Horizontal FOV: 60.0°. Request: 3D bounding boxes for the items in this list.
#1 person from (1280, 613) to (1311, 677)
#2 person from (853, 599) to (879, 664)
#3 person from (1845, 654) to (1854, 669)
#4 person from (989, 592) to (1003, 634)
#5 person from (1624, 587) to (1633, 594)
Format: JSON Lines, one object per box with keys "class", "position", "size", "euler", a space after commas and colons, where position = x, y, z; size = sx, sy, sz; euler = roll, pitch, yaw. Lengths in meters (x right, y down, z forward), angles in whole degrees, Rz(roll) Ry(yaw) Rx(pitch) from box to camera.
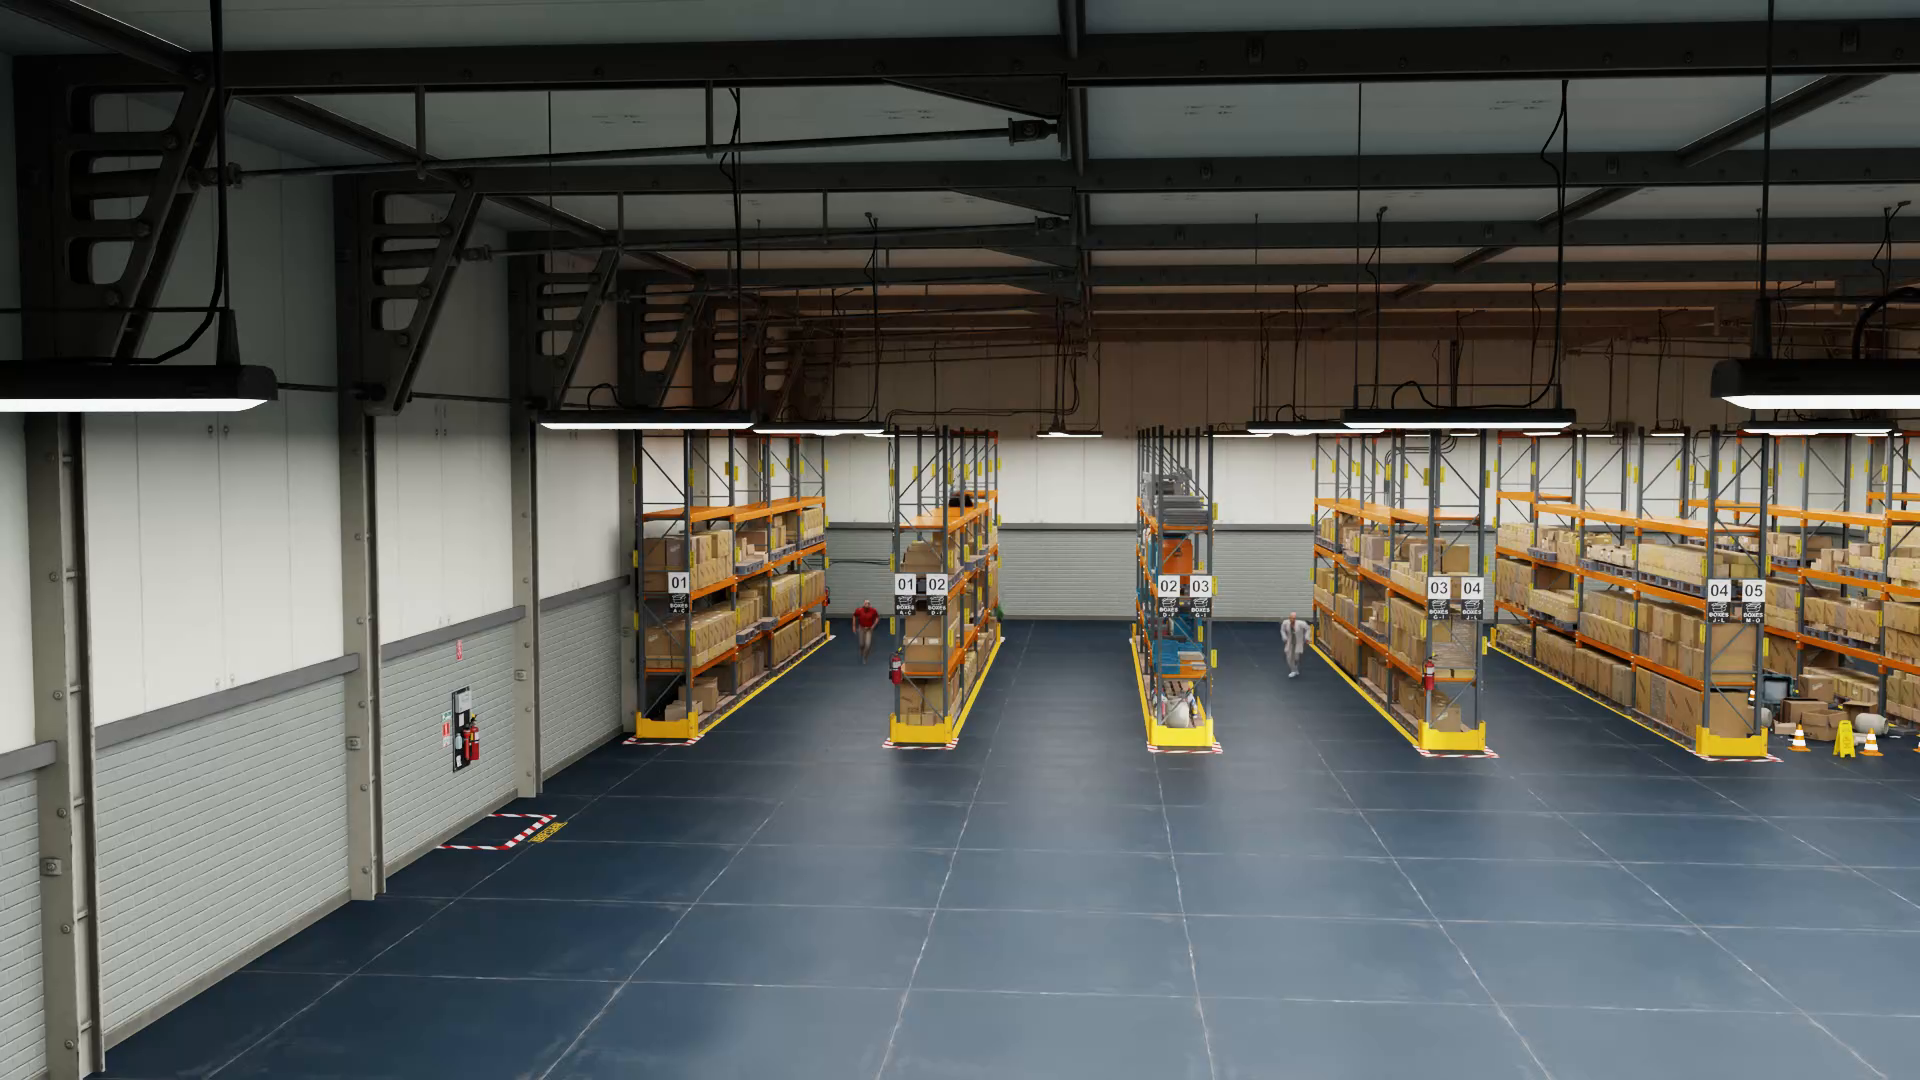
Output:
{"class": "person", "position": [8.133, 2.521, 40.233], "size": [0.736, 1.589, 0.903], "euler": [1, 4, 19]}
{"class": "person", "position": [-2.421, 2.333, 42.739], "size": [0.661, 1.666, 0.673], "euler": [-1, 3, -9]}
{"class": "person", "position": [21.796, 2.406, 41.147], "size": [0.696, 1.713, 0.766], "euler": [0, 3, -8]}
{"class": "person", "position": [0.986, 1.867, 49.289], "size": [0.668, 1.820, 0.742], "euler": [-3, 5, -41]}
{"class": "person", "position": [19.356, 1.916, 47.947], "size": [0.997, 1.778, 0.681], "euler": [-1, 3, -11]}
